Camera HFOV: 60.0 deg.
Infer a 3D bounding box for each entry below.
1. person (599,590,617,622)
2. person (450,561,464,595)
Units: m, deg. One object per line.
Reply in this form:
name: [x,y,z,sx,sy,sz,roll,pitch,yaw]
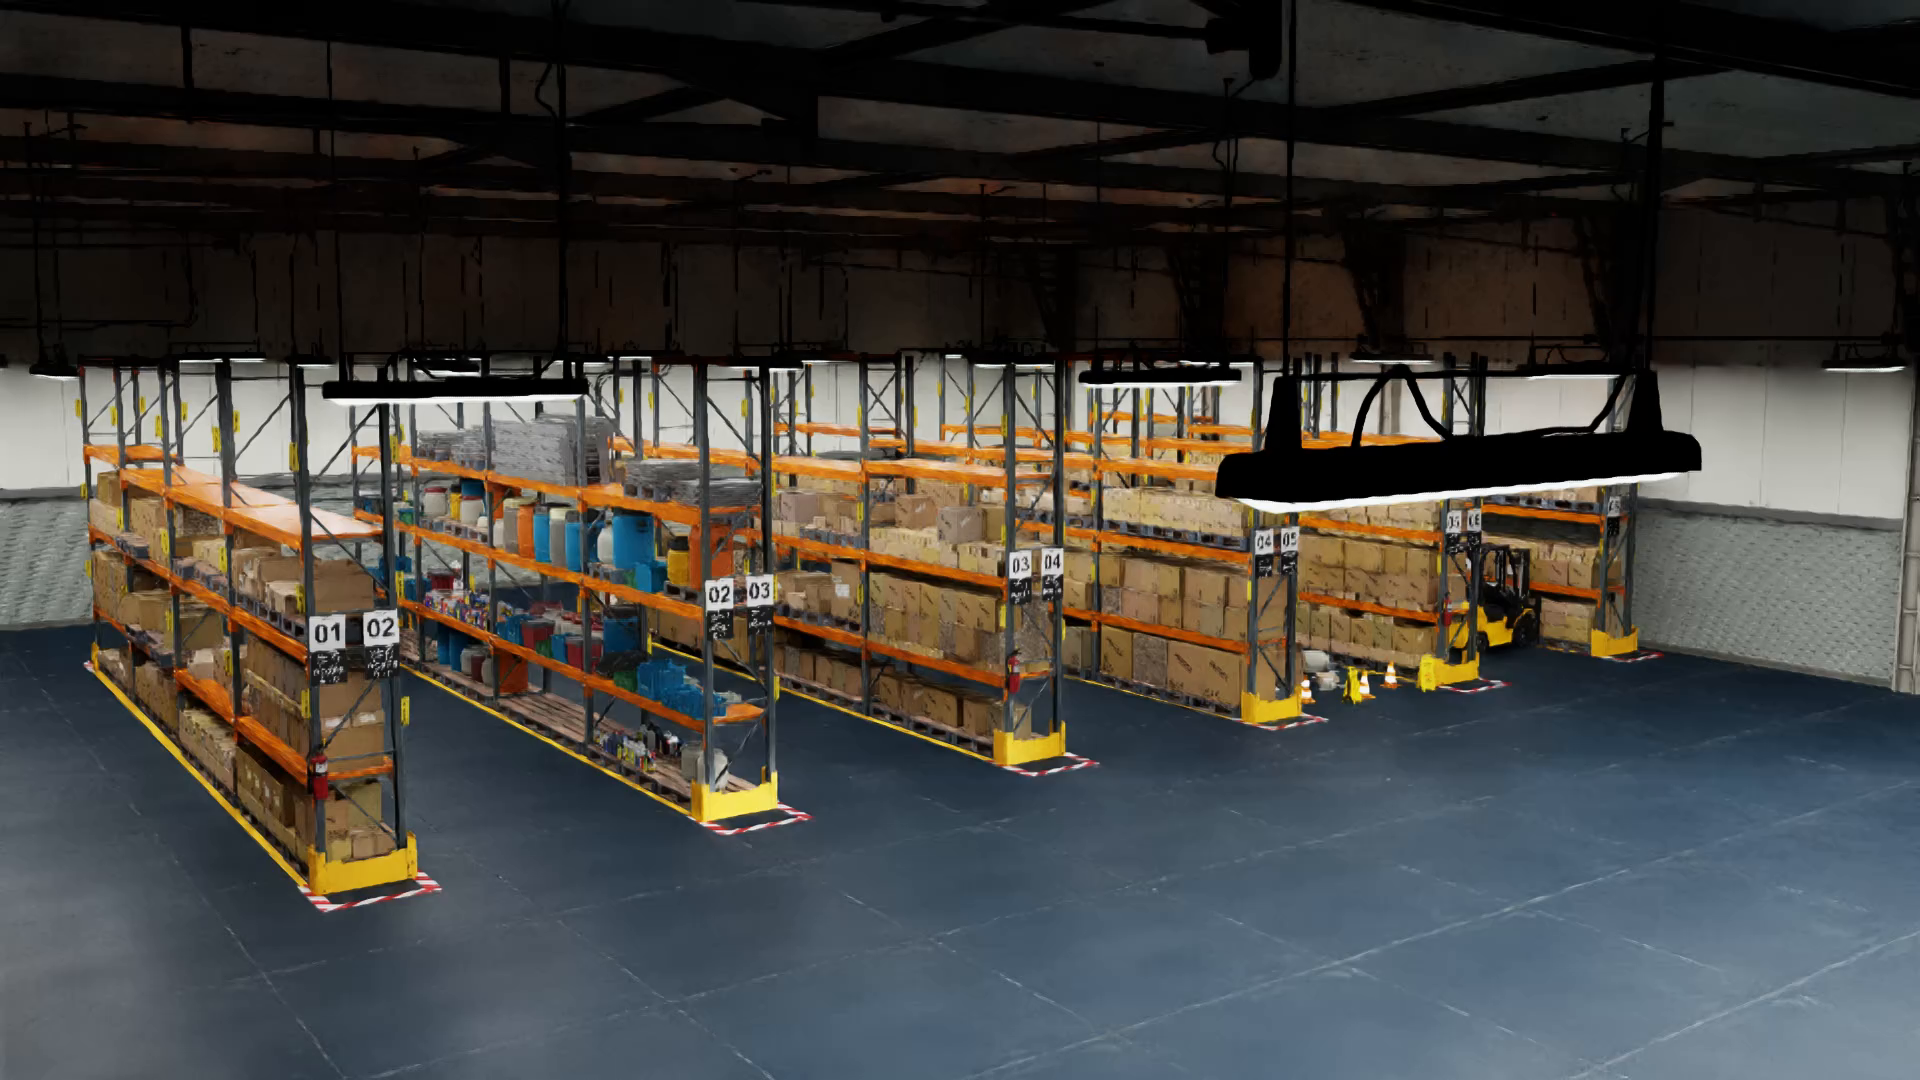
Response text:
person: [-7.260,1.317,34.029,0.502,1.764,0.624,-1,7,-5]
person: [-10.460,1.288,34.534,0.538,1.715,1.026,-6,9,-43]
